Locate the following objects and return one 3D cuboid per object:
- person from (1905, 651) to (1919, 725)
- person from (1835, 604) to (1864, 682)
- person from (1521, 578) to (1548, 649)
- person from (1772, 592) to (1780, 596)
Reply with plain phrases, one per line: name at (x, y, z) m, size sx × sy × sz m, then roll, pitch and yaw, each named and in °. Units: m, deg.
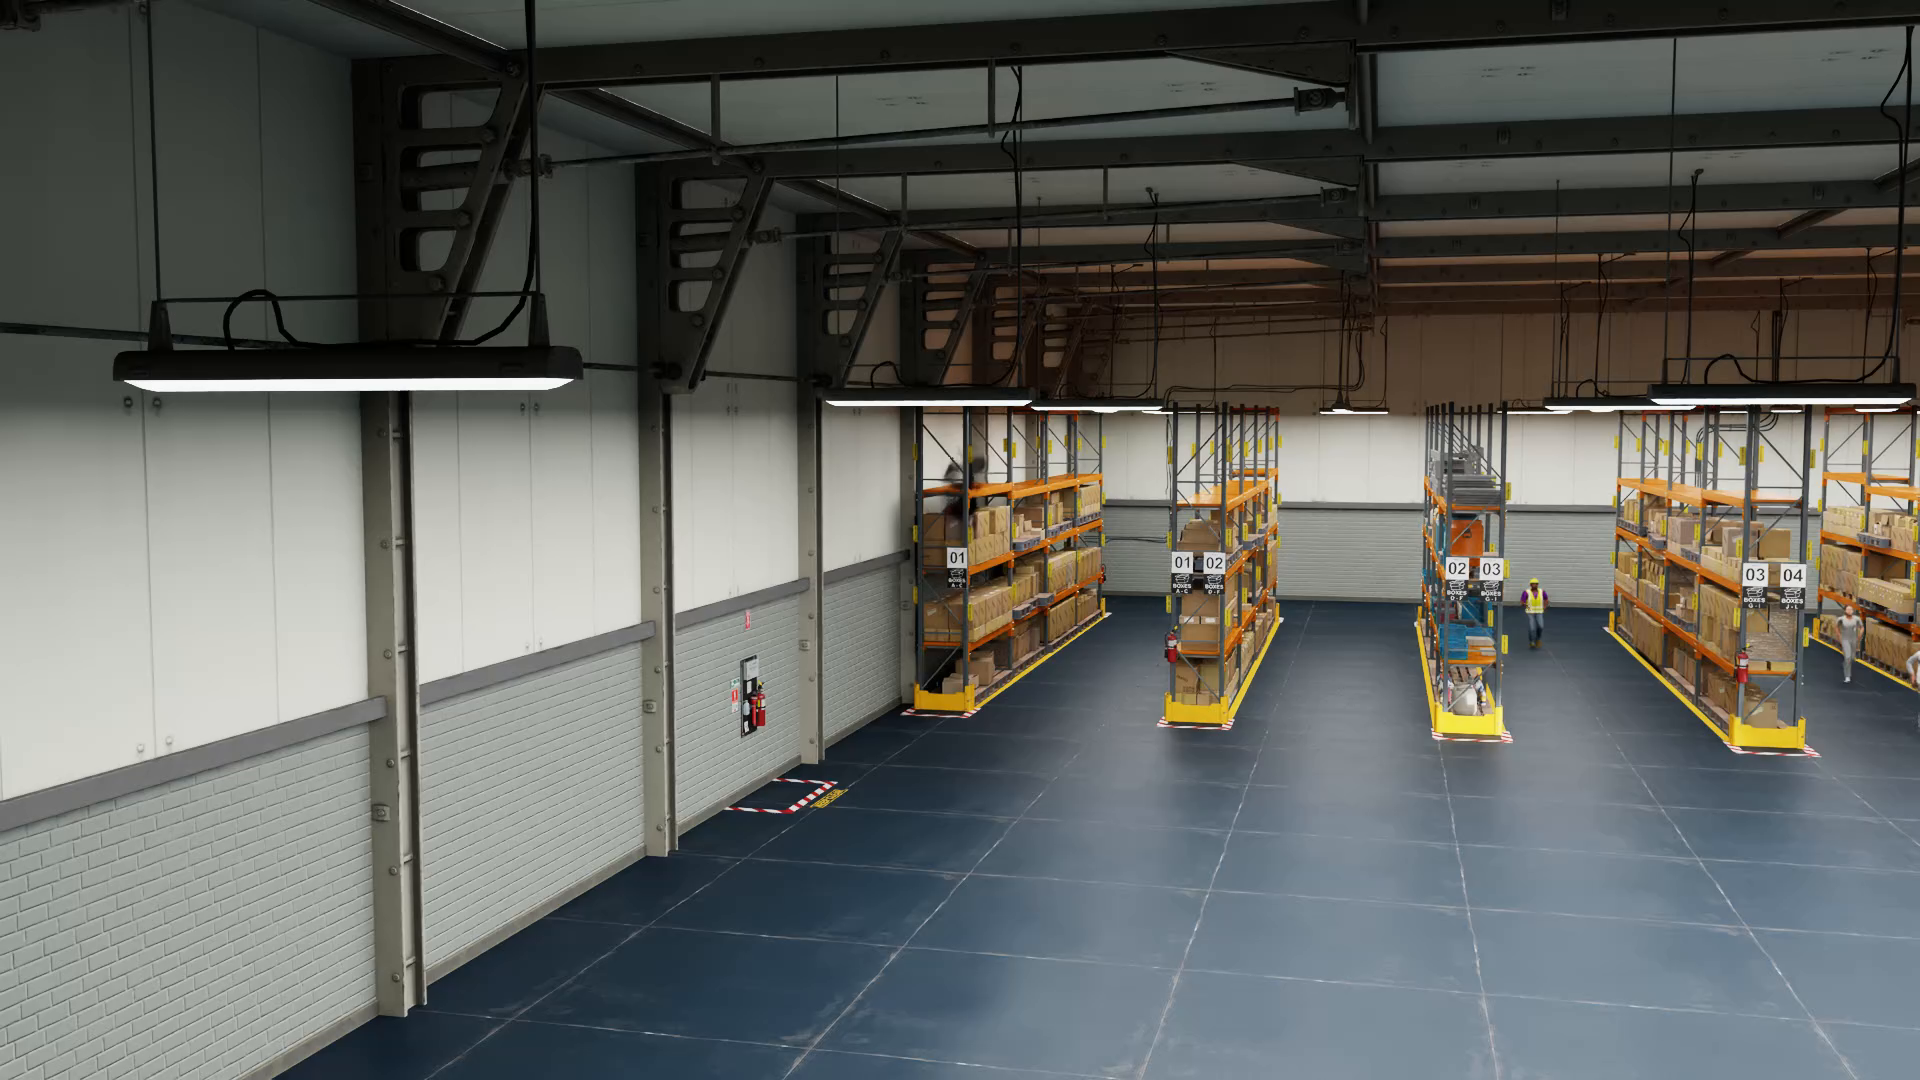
person at (17.448, 2.627, 29.983) m, size 0.564 × 1.836 × 0.770 m, roll 0°, pitch 4°, yaw -1°
person at (19.356, 2.224, 36.219) m, size 0.566 × 1.675 × 0.784 m, roll 1°, pitch 4°, yaw 19°
person at (14.198, 1.817, 41.061) m, size 0.672 × 1.746 × 0.657 m, roll 1°, pitch 4°, yaw 11°
person at (20.567, 1.759, 41.796) m, size 0.709 × 1.801 × 0.880 m, roll 2°, pitch 5°, yaw 30°
